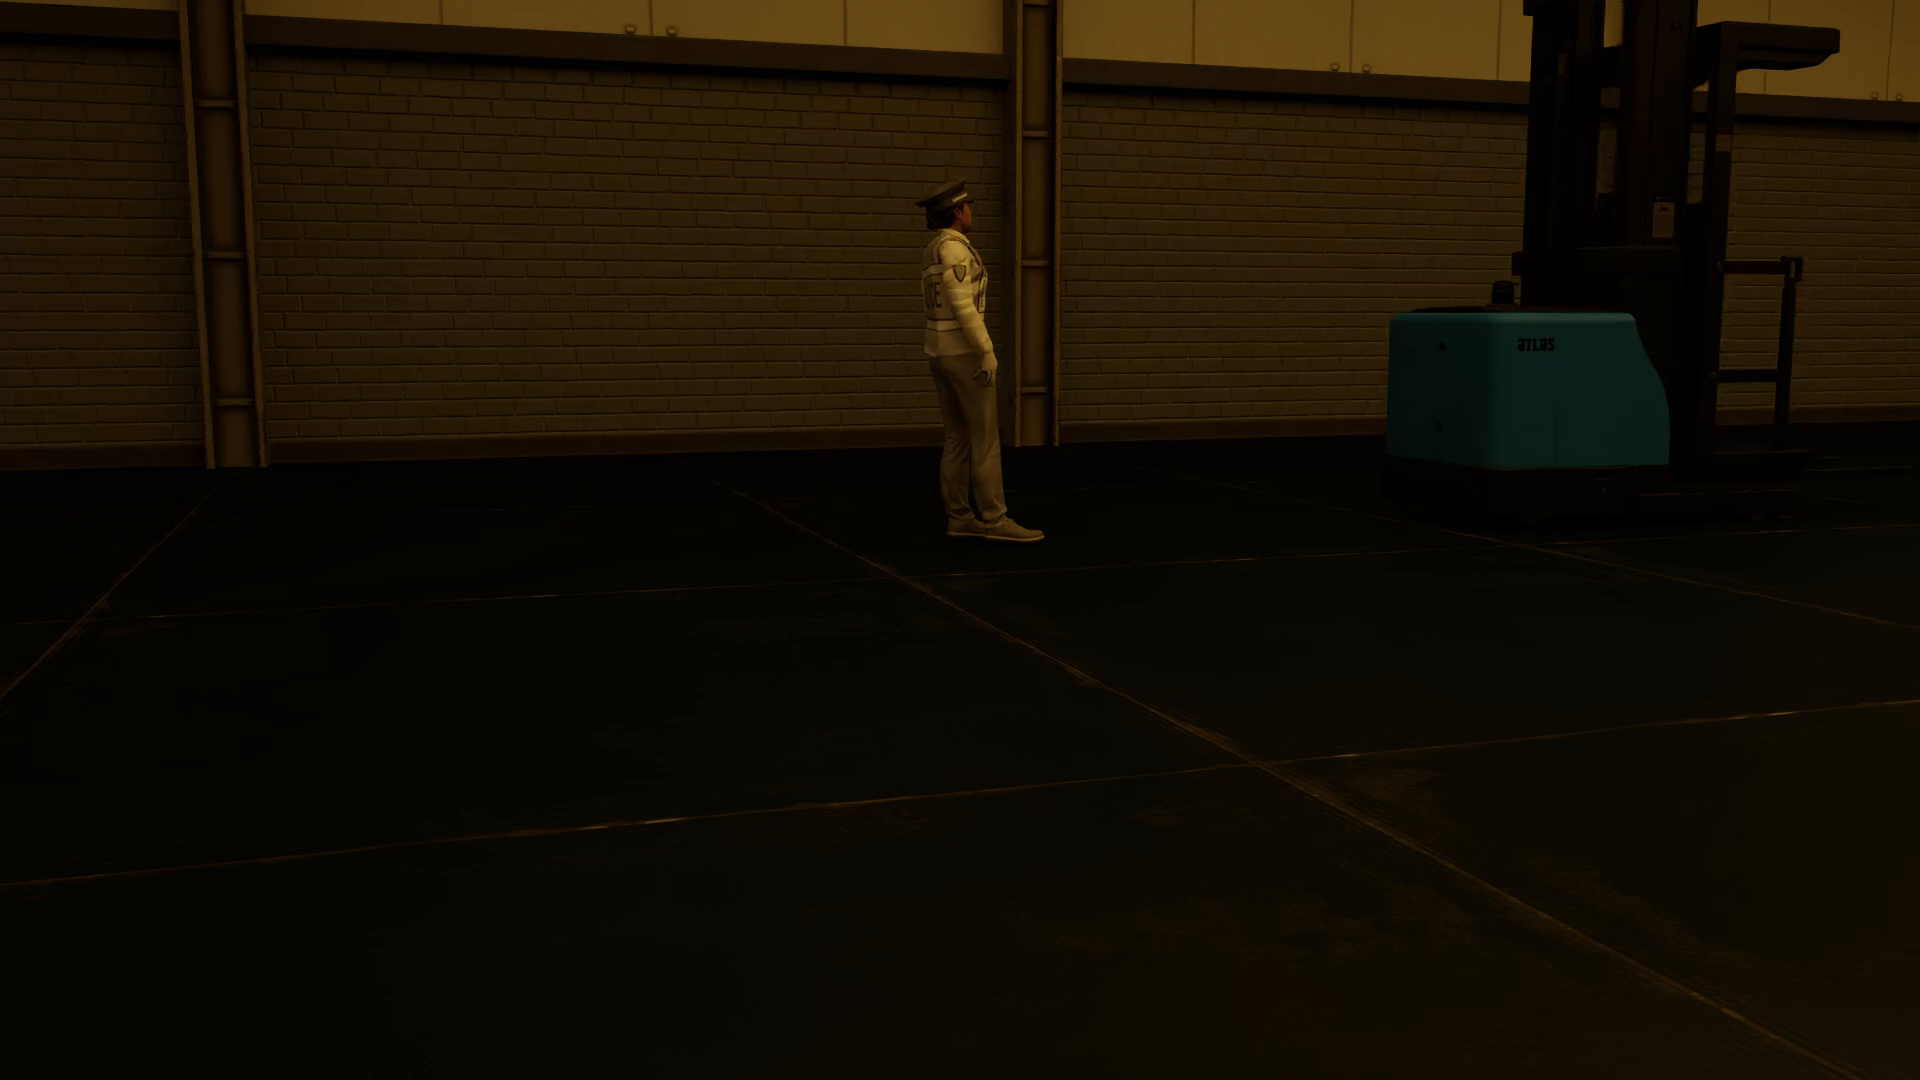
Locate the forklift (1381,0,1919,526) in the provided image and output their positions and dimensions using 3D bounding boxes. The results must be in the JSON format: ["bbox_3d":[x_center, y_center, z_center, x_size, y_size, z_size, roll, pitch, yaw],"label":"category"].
[{"bbox_3d":[3.872,-1.614,8.918,3.031,2.935,1.130,-3,8,-18],"label":"forklift"}]

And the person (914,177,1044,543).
[{"bbox_3d":[0.067,-0.849,7.824,0.531,1.695,0.587,-3,8,-18],"label":"person"}]
